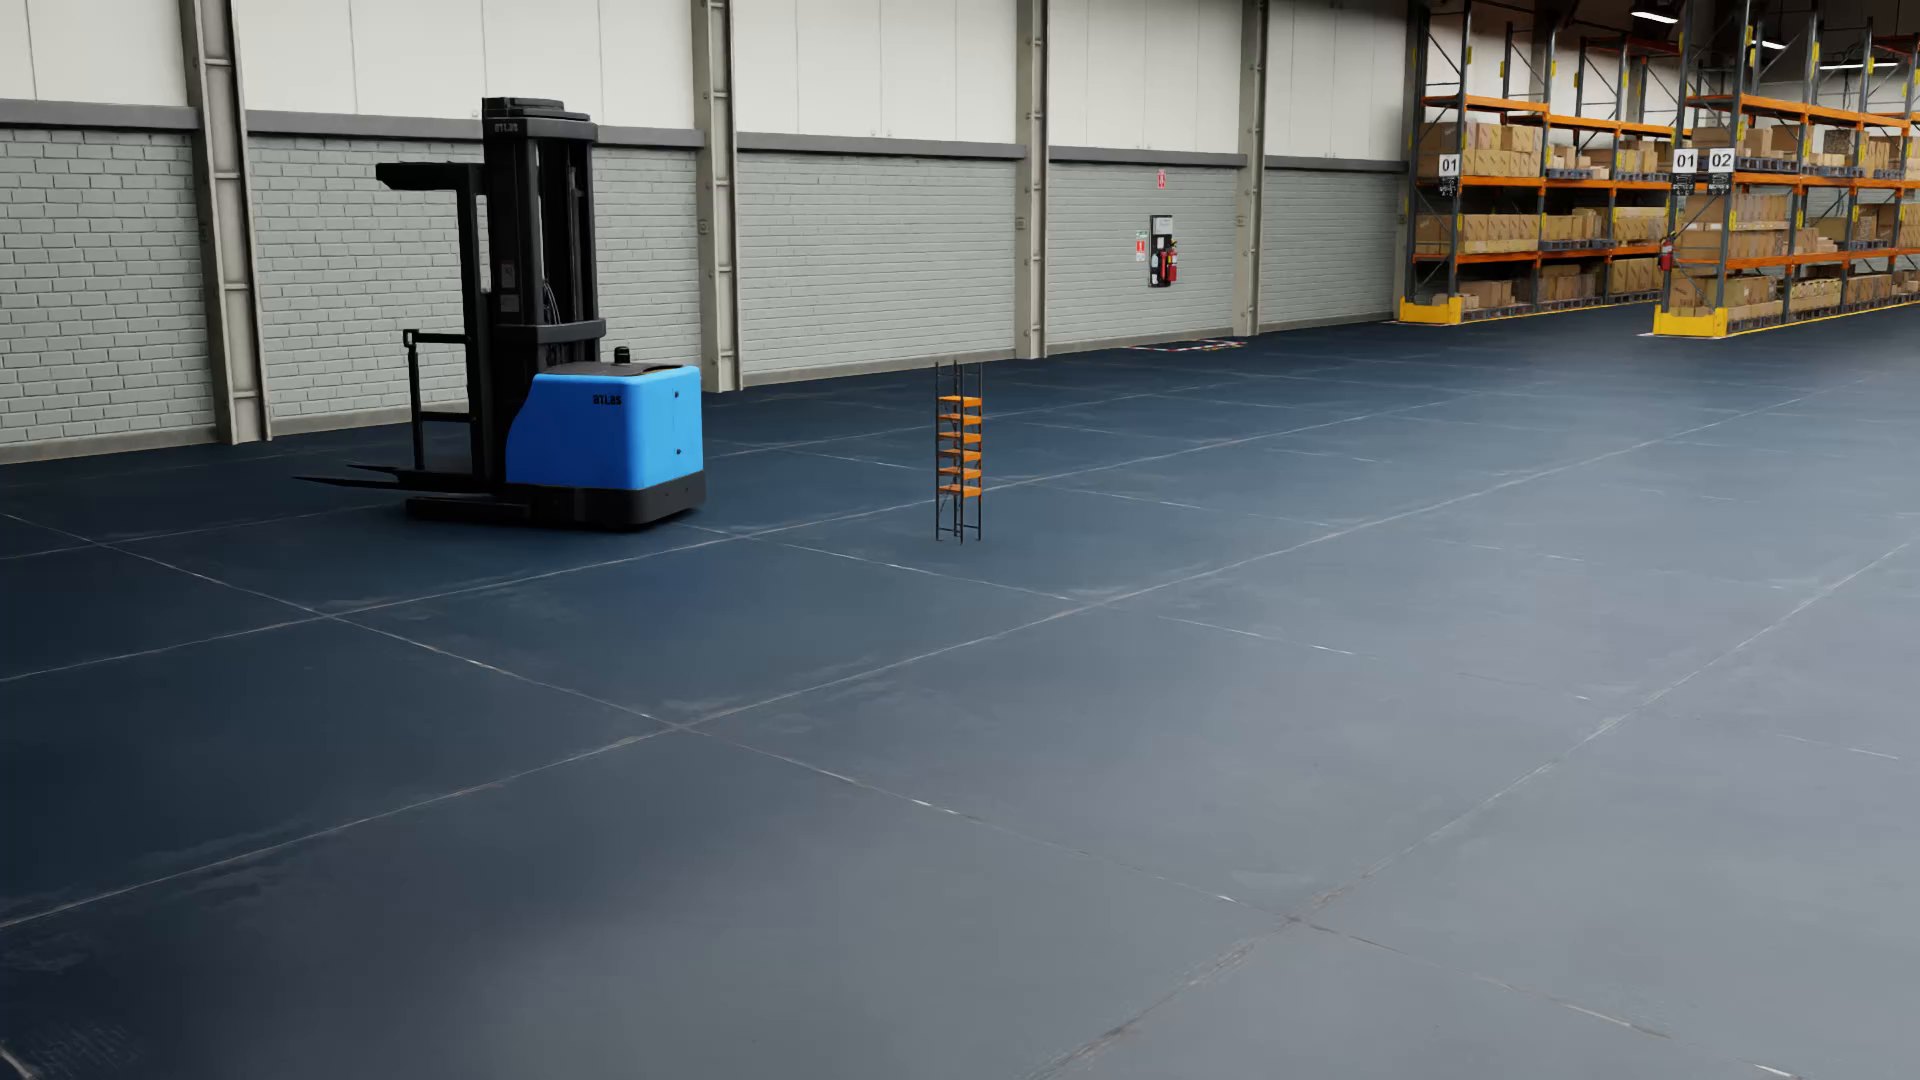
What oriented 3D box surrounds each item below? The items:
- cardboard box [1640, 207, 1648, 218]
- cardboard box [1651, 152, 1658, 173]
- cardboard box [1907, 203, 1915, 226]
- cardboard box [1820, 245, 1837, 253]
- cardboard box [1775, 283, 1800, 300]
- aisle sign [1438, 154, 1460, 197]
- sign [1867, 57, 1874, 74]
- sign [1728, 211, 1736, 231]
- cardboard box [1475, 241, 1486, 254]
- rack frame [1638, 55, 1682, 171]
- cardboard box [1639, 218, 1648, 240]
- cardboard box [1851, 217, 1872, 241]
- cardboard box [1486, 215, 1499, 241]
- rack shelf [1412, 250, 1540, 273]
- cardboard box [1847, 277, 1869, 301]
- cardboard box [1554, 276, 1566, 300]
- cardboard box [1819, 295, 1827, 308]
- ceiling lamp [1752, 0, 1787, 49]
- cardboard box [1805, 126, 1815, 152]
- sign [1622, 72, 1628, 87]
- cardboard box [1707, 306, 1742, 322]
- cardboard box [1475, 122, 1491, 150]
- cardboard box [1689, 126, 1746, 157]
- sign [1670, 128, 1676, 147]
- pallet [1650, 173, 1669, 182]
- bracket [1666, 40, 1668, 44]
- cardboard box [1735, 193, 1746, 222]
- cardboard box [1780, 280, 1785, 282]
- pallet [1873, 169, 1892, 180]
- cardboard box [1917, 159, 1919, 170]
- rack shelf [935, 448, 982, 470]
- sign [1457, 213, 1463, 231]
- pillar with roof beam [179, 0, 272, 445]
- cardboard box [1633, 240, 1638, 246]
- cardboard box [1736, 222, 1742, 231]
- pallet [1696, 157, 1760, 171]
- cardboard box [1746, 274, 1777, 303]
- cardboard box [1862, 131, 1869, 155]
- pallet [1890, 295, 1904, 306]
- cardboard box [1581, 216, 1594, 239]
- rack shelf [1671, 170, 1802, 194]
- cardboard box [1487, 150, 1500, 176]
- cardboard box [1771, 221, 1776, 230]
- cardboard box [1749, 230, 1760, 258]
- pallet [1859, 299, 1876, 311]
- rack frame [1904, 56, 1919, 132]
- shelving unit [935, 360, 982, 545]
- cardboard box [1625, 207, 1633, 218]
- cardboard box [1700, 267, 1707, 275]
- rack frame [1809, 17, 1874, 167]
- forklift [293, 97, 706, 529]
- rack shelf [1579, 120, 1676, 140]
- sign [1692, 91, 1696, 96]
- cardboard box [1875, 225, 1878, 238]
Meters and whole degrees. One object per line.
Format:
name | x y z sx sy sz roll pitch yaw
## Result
cardboard box | 15.948 -7.751 39.378 0.500 0.250 0.500 9 15 39
cardboard box | 16.419 -9.125 40.201 0.700 0.500 0.500 9 14 37
cardboard box | 21.668 -7.513 38.358 0.500 0.500 0.500 9 15 39
cardboard box | 17.779 -5.985 34.157 0.380 0.149 0.250 10 15 40
cardboard box | 15.985 -4.848 32.344 0.500 0.311 0.500 10 15 41
aisle sign | 9.338 -6.964 31.783 0.394 0.787 0.004 10 15 40
sign | 18.584 -9.682 33.923 0.100 0.325 0.005 10 15 40
sign | 13.297 -5.490 28.625 0.100 0.325 0.005 10 15 40
cardboard box | 10.053 -5.784 32.843 0.500 0.250 0.500 9 15 39
rack frame | 17.082 -10.446 40.537 1.000 3.000 0.127 10 15 40
cardboard box | 15.973 -7.385 39.462 0.500 0.500 0.500 10 15 42
cardboard box | 19.243 -6.748 36.010 0.500 0.500 0.700 -9 14 -37
cardboard box | 10.381 -6.221 33.115 0.500 0.500 0.500 9 14 39
rack shelf | 10.481 -5.680 33.829 1.077 0.370 4.000 10 15 40
cardboard box | 19.356 -5.447 36.082 0.500 0.500 0.500 10 15 40
cardboard box | 12.945 -5.580 36.749 0.700 0.500 0.500 10 15 41
cardboard box | 17.329 -4.875 33.906 0.500 0.250 0.500 10 15 42
ceiling lamp | 18.639 -12.823 37.534 0.800 3.185 2.000 10 15 40
cardboard box | 16.320 -7.831 32.497 0.500 0.500 0.500 -10 15 -42
sign | 14.856 -10.286 37.147 0.100 0.325 0.005 10 15 40
cardboard box | 13.733 -4.081 29.931 0.500 0.250 0.500 10 15 40
cardboard box | 9.966 -7.851 32.345 0.500 0.500 0.500 10 15 40
cardboard box | 13.267 -6.979 29.143 0.637 0.503 0.797 -11 16 -44
sign | 12.486 -7.037 29.070 0.100 0.325 0.005 10 15 40
pallet | 16.514 -8.740 40.142 0.805 0.209 1.217 9 14 38
bracket | 17.435 -12.441 41.336 0.235 0.232 0.430 10 15 40
cardboard box | 13.580 -5.937 29.710 0.700 0.500 0.500 9 15 39
cardboard box | 16.581 -5.140 33.806 0.500 0.311 0.500 10 15 40
pallet | 19.640 -8.003 36.444 1.213 0.211 1.003 10 15 40
cardboard box | 21.981 -8.692 38.520 0.500 0.250 0.500 10 15 40
rack shelf | -0.010 -0.543 11.092 0.258 0.103 0.180 10 15 40
sign | 9.568 -6.093 31.849 0.100 0.325 0.005 10 15 40
pillar with roof beam | -3.636 -4.808 12.307 9.100 9.000 0.400 10 15 40
cardboard box | 15.837 -7.048 39.430 0.380 0.149 0.250 10 15 41
cardboard box | 13.643 -5.572 29.536 0.380 0.149 0.250 10 15 41
pallet | 13.370 -6.627 29.300 1.003 0.211 1.213 10 15 40
cardboard box | 15.044 -4.744 31.338 0.500 0.500 0.500 10 15 40
cardboard box | 19.131 -8.500 35.641 0.500 0.500 0.500 10 15 40
pallet | 21.260 -5.598 38.699 1.003 0.211 1.213 10 15 40
cardboard box | 13.790 -7.024 37.343 0.700 0.500 0.500 8 14 35
rack shelf | 14.204 -6.511 30.331 1.077 0.370 4.000 10 15 40
cardboard box | 10.290 -7.437 32.821 0.500 0.500 0.500 11 16 43
cardboard box | 14.998 -5.873 31.046 0.380 0.149 0.250 10 15 40
cardboard box | 14.222 -5.443 30.549 0.700 0.500 0.500 10 15 42
pallet | 19.492 -5.192 36.667 1.003 0.211 1.213 10 15 40
rack frame | 23.446 -10.395 40.279 1.000 3.000 0.127 10 15 40
shelving unit | -0.010 -0.586 11.083 0.258 1.200 0.189 10 15 40
cardboard box | 15.289 -7.601 38.627 0.500 0.250 0.500 9 15 40
cardboard box | 19.005 -6.883 43.326 0.700 0.500 0.500 10 15 40
rack frame | 18.165 -9.218 34.386 1.000 3.000 0.127 10 15 40
forklift | -3.449 -1.659 12.036 3.031 2.935 1.130 4 12 18
rack shelf | 15.762 -9.603 39.173 1.077 0.370 4.000 10 15 40
sign | 19.310 -11.643 43.740 0.100 0.325 0.005 10 15 40
cardboard box | 20.943 -7.020 38.445 0.500 0.500 0.500 10 15 41
